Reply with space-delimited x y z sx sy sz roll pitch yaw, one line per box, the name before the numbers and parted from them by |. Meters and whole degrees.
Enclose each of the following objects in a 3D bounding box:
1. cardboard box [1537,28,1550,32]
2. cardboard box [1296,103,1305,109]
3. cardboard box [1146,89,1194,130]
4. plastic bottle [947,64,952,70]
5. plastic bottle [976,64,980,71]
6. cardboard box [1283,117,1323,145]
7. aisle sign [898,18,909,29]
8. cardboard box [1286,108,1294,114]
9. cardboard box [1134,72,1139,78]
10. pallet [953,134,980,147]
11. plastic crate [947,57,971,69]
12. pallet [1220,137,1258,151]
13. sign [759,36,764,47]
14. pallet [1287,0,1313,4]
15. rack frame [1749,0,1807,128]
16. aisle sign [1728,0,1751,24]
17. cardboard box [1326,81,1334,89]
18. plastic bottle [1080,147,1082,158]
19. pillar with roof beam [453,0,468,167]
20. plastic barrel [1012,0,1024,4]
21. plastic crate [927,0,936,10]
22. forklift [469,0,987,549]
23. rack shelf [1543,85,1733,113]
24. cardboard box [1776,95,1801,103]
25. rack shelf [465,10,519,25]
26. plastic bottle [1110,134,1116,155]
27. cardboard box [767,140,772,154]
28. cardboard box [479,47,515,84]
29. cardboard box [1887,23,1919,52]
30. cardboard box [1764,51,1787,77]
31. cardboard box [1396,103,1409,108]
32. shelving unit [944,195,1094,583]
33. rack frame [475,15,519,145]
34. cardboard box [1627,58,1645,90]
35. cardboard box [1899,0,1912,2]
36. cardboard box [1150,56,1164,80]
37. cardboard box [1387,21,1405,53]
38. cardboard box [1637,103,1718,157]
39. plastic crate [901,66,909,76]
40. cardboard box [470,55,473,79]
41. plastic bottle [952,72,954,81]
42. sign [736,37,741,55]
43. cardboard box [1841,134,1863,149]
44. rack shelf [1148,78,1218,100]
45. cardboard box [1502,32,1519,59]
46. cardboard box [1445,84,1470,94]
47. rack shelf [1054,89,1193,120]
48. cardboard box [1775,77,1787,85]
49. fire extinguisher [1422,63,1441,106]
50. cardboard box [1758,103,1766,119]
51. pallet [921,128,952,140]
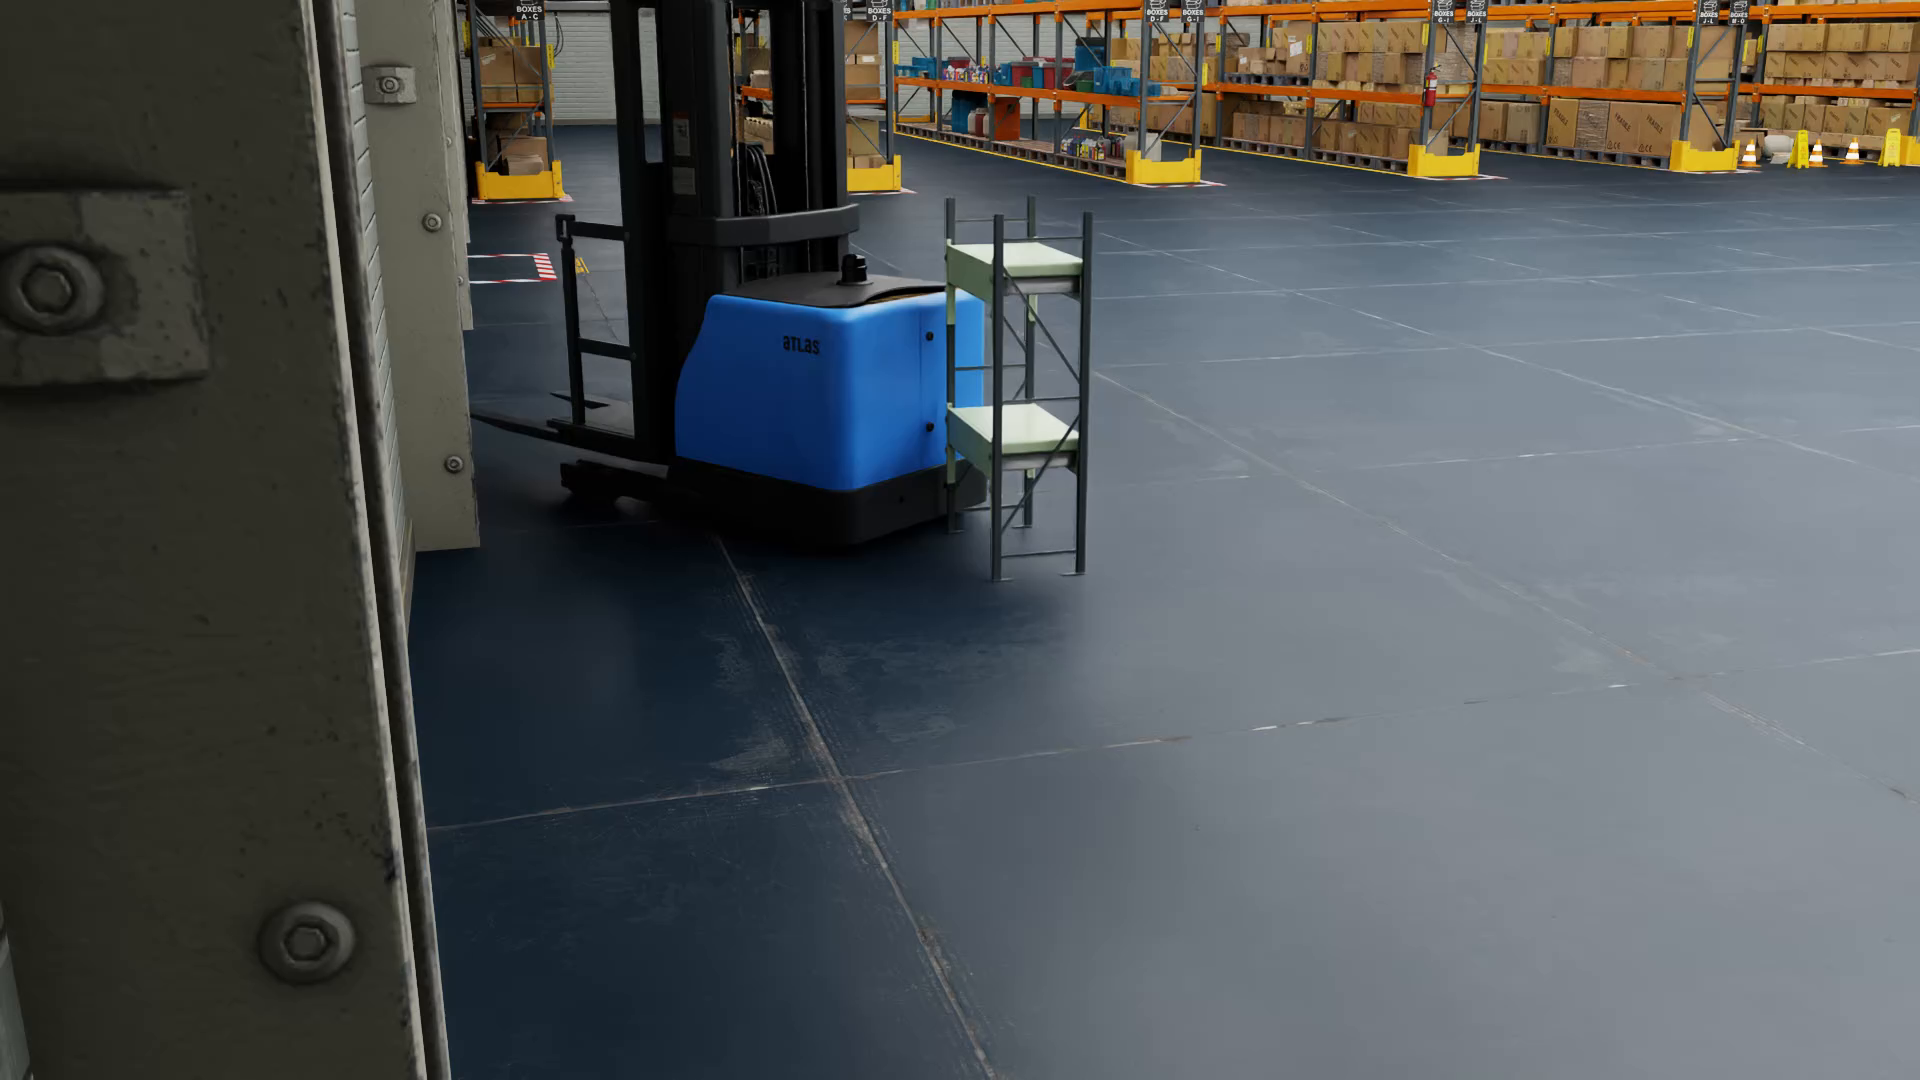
cardboard box | 14.433 -12.526 40.899 0.380 0.149 0.250 -5 17 -16
cardboard box | 8.637 -10.854 41.565 0.380 0.149 0.250 -4 17 -14
cardboard box | 4.937 -9.805 37.844 1.225 0.875 0.875 -5 17 -15
plastic bottle | -0.224 -10.248 36.440 0.144 0.351 0.185 -5 17 -15
plastic bottle | 0.408 -10.142 36.089 0.144 0.351 0.185 -5 17 -15
cardboard box | 6.679 -7.903 32.128 0.700 0.500 0.500 -5 17 -16
aisle sign | -1.425 -12.754 40.177 0.394 0.787 0.004 -5 17 -15
cardboard box | 8.476 -10.861 42.102 0.380 0.149 0.250 -4 17 -14
cardboard box | 4.272 -10.807 38.651 0.380 0.149 0.250 -4 17 -14
pallet | 0.490 -8.515 35.434 1.003 0.211 1.213 -5 17 -15
plastic crate | -0.025 -10.732 37.750 0.402 0.464 0.583 -5 17 -15
pallet | 6.054 -8.139 34.181 1.003 0.211 1.213 -5 17 -15
sign | -4.251 -10.615 35.562 0.100 0.325 0.005 -5 17 -15
pallet | 6.873 -10.110 31.008 1.213 0.211 1.003 -5 17 -15
rack frame | 16.469 -9.368 33.425 1.000 3.000 0.127 -5 17 -15
aisle sign | 13.144 -9.091 27.985 0.394 0.787 0.004 -5 17 -15
cardboard box | 6.862 -8.244 30.119 0.380 0.149 0.250 -5 17 -15
plastic bottle | 2.108 -6.675 28.559 0.097 0.201 0.097 0 17 0
pillar with roof beam | -4.782 -11.302 29.434 9.100 9.000 0.400 -5 17 -15
plastic barrel | 1.276 -10.516 31.287 0.600 0.830 0.708 -5 17 -15
plastic crate | -0.427 -11.834 36.789 0.450 0.188 0.662 -5 17 -15
forklift | -1.335 -1.690 7.983 3.031 2.935 1.130 13 21 37
rack shelf | 12.287 -8.051 30.291 1.077 0.370 4.000 -5 17 -15
cardboard box | 16.348 -8.698 32.813 0.380 0.149 0.250 -4 17 -14
rack shelf | -8.996 -10.161 32.102 1.077 0.370 4.000 -5 17 -15
plastic bottle | 2.685 -6.927 29.137 0.144 0.351 0.185 -6 18 -18
cardboard box | -3.115 -6.918 29.320 0.500 0.250 0.500 -5 17 -16
cardboard box | -6.582 -6.714 23.511 0.500 0.500 0.500 -5 17 -16
cardboard box | 17.218 -9.055 29.953 0.700 0.500 0.500 -5 17 -17
cardboard box | 16.322 -9.415 32.889 0.500 0.500 0.500 -5 17 -15
cardboard box | 10.049 -9.725 36.927 0.500 0.250 0.500 -4 17 -14
shelving unit | 0.232 -0.660 7.044 0.431 1.500 0.755 -4 17 -14
rack frame | -9.546 -9.623 34.272 1.000 3.000 0.127 -5 17 -15
cardboard box | 12.486 -8.328 29.703 0.875 0.550 0.550 -5 17 -15
cardboard box | 17.101 -9.721 29.821 0.380 0.149 0.250 -5 17 -15
cardboard box | 4.628 -10.698 37.680 0.500 0.500 0.500 -5 17 -15
cardboard box | 7.508 -8.418 27.832 0.500 0.500 0.500 -5 17 -15
cardboard box | 12.587 -7.208 29.198 0.875 0.875 0.875 -5 17 -15
plastic crate | -1.187 -11.184 39.658 0.416 0.233 0.300 -5 17 -15
cardboard box | -8.830 -8.826 30.894 0.500 0.500 0.500 -5 17 -15
plastic bottle | -0.127 -9.990 35.841 0.097 0.201 0.097 0 17 0
sign | -4.204 -9.380 31.589 0.100 0.325 0.005 -5 17 -15
cardboard box | 16.953 -7.492 31.229 0.500 0.250 0.500 -5 17 -15
rack shelf | 5.292 -9.900 36.445 1.077 0.370 4.000 -5 17 -15
cardboard box | 11.313 -9.894 33.265 0.700 0.500 0.500 -5 17 -15
cardboard box | 8.191 -7.455 27.494 0.380 0.149 0.250 -5 17 -15
rack shelf | 2.728 -7.295 27.775 1.077 0.370 4.000 -5 17 -15
cardboard box | 16.366 -9.069 32.867 0.380 0.149 0.250 -4 17 -14
fire extinguisher | 7.628 -7.373 26.918 0.296 0.674 0.183 -5 17 -15
cardboard box | 19.544 -10.256 39.995 0.500 0.500 0.500 -4 17 -13
pallet | -0.260 -9.271 37.948 1.003 0.211 1.213 -5 17 -15
